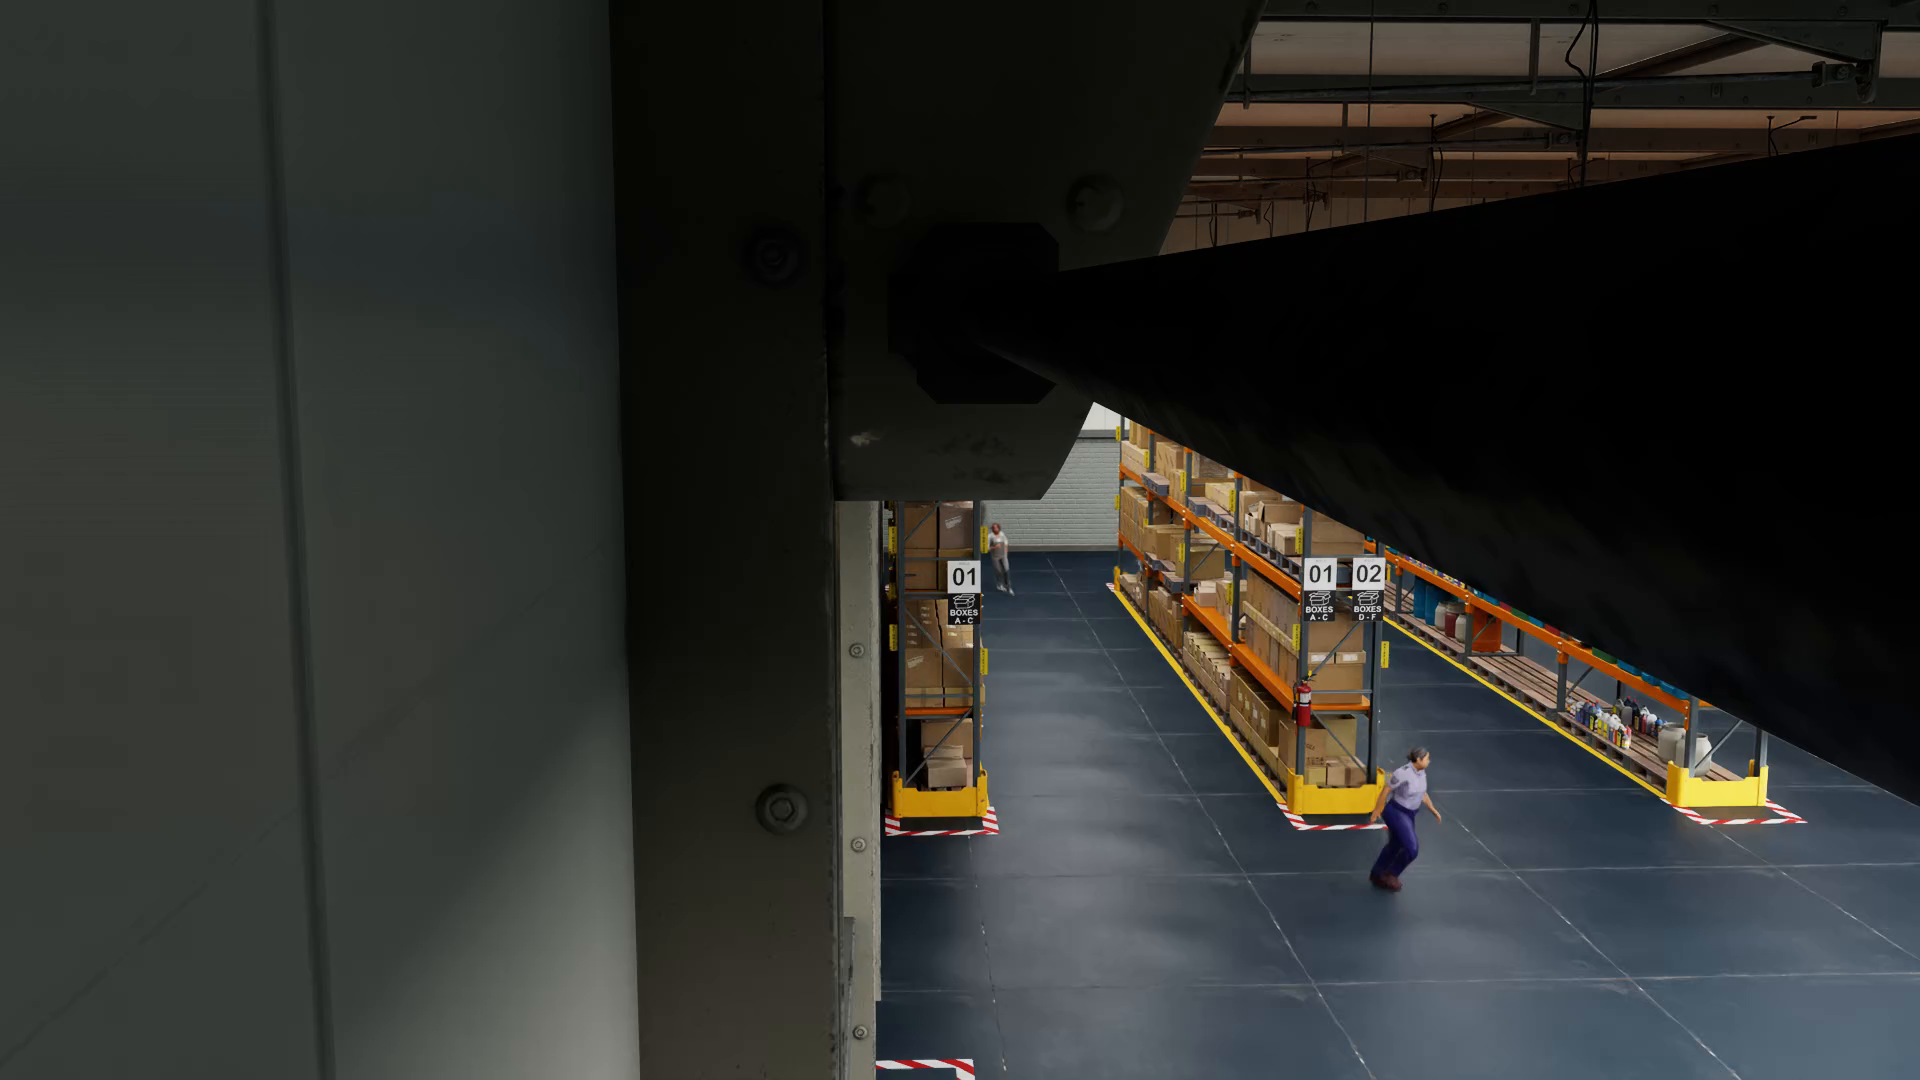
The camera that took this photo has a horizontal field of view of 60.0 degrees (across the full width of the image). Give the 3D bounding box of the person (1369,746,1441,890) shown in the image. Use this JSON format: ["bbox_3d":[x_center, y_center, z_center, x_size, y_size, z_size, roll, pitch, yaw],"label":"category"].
[{"bbox_3d":[4.775,2.975,17.914,0.701,1.595,0.594,7,11,39],"label":"person"}]

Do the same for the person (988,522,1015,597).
[{"bbox_3d":[0.816,0.395,35.890,0.597,1.600,0.683,-2,8,-13],"label":"person"}]
